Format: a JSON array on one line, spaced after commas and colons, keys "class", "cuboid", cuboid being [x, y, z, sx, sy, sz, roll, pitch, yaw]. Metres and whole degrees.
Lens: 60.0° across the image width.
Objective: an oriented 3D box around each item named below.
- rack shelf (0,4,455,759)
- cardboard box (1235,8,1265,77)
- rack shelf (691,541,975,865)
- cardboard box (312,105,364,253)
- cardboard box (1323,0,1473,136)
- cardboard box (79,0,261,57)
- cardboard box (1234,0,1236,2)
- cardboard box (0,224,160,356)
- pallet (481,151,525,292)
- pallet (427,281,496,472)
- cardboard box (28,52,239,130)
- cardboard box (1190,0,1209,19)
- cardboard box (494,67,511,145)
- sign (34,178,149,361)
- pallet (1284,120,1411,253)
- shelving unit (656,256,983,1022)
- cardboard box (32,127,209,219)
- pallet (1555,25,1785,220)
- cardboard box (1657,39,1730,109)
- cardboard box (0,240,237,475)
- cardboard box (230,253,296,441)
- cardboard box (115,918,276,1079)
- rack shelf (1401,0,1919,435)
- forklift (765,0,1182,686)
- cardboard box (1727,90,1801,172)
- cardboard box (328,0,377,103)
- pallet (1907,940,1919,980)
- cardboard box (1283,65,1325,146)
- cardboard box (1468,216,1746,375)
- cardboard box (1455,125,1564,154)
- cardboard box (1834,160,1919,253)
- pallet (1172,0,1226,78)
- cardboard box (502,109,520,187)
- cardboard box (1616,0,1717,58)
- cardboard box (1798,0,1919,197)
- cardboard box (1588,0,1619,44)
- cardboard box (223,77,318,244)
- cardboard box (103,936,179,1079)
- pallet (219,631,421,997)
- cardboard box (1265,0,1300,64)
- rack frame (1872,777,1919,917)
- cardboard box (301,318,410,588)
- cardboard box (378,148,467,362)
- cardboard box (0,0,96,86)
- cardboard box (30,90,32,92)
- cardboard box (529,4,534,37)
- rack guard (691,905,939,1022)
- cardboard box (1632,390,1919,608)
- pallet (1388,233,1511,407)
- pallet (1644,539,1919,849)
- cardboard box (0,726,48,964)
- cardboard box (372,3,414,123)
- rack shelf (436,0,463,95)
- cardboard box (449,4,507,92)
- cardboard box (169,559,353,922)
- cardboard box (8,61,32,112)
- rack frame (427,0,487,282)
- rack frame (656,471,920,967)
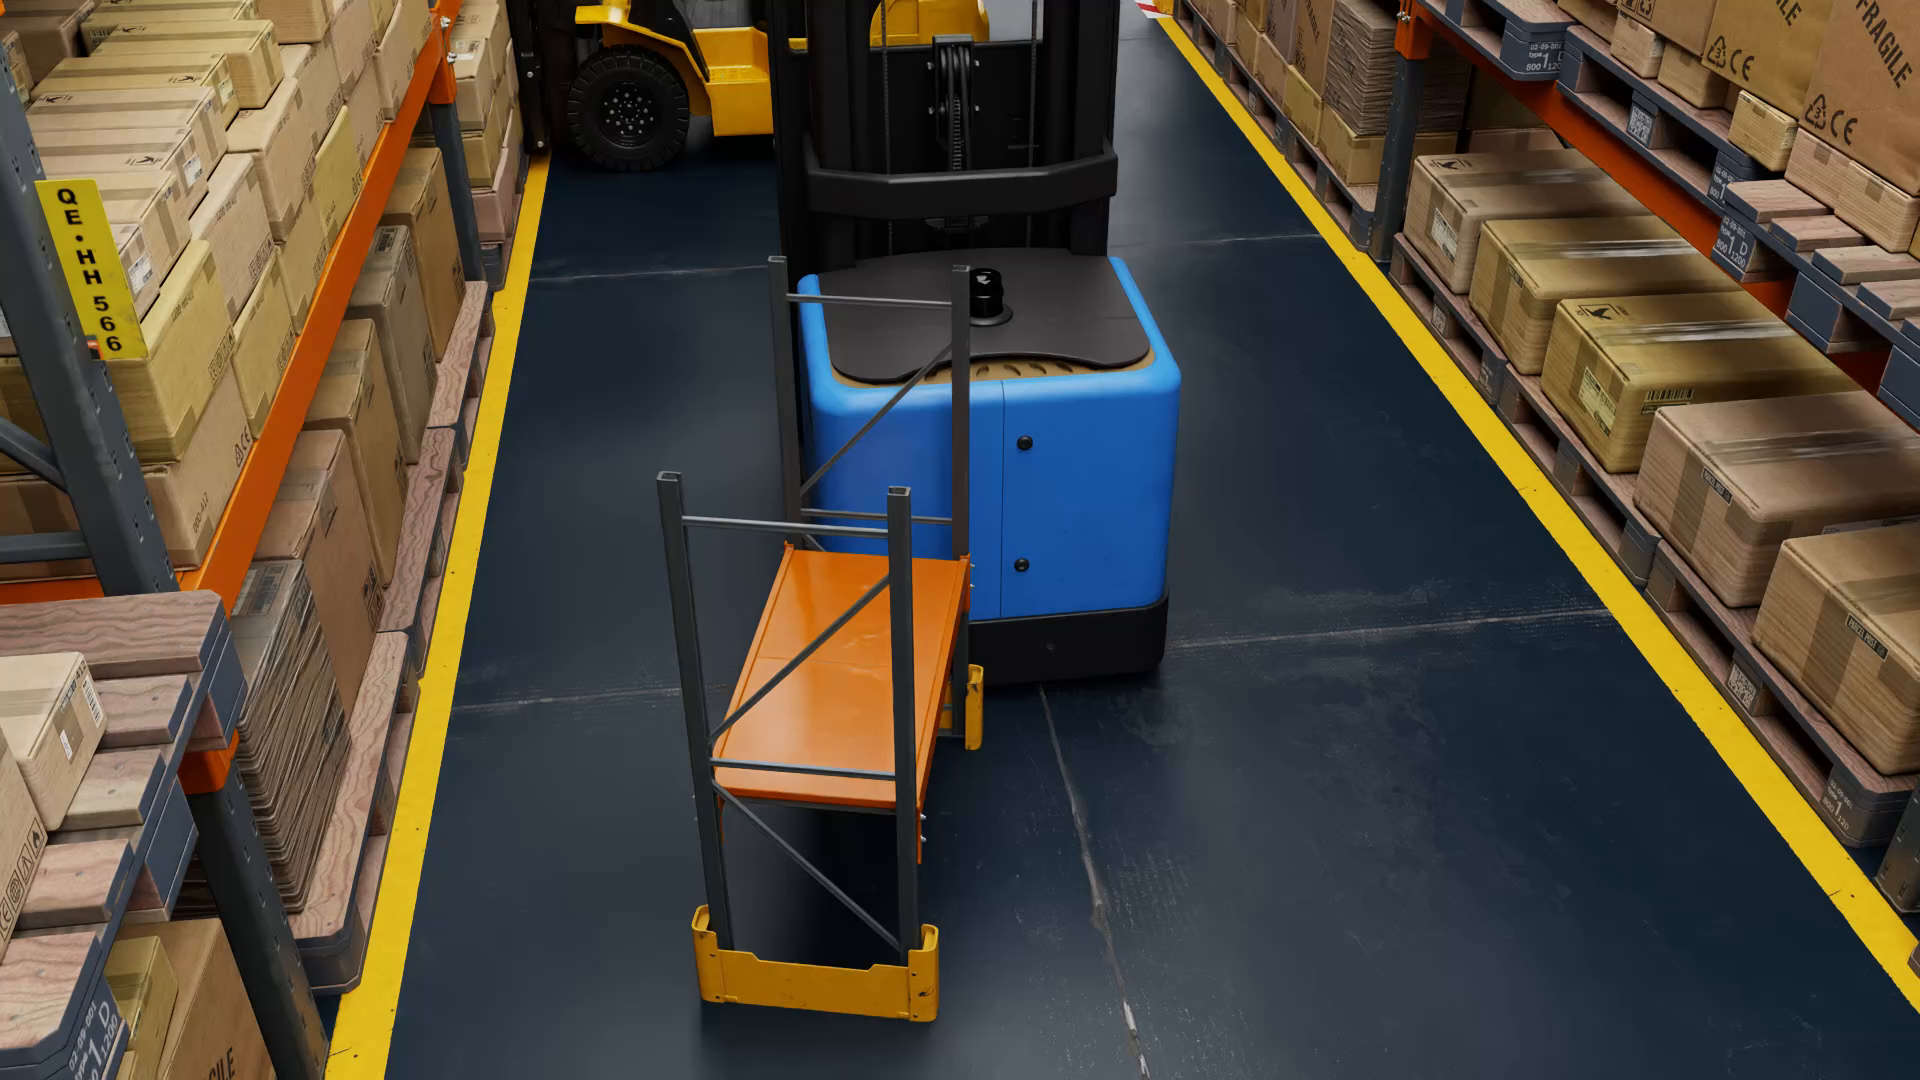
[{"class": "rack shelf", "cuboid": [-2.261, -0.775, 4.863, 1.077, 0.370, 4.000, -4, 35, -6]}, {"class": "cardboard box", "cuboid": [1.832, -2.776, 9.229, 0.500, 0.250, 0.500, -2, 34, -3]}, {"class": "rack shelf", "cuboid": [-0.285, 0.374, 4.189, 0.538, 0.185, 1.000, 4, 34, 6]}, {"class": "cardboard box", "cuboid": [-2.016, -1.018, 4.714, 0.500, 0.250, 0.500, -3, 34, -5]}, {"class": "cardboard box", "cuboid": [2.043, -2.224, 7.752, 0.500, 0.500, 0.500, -5, 35, -7]}, {"class": "cardboard box", "cuboid": [-2.058, -1.323, 4.364, 0.380, 0.149, 0.250, -4, 35, -6]}, {"class": "cardboard box", "cuboid": [1.763, -3.370, 9.435, 0.500, 0.500, 0.500, -6, 35, -8]}, {"class": "cardboard box", "cuboid": [-1.743, -0.466, 3.106, 0.380, 0.149, 0.250, -3, 34, -5]}, {"class": "pallet", "cuboid": [-2.595, -1.484, 7.739, 1.003, 0.211, 1.213, -4, 35, -6]}, {"class": "pallet", "cuboid": [-2.392, -0.628, 6.485, 1.003, 0.211, 1.213, -4, 35, -6]}, {"class": "cardboard box", "cuboid": [-1.951, -1.039, 3.947, 0.380, 0.149, 0.250, -4, 34, -6]}, {"class": "cardboard box", "cuboid": [1.685, -3.365, 10.093, 0.500, 0.250, 0.500, -5, 35, -7]}, {"class": "cardboard box", "cuboid": [-2.359, -2.007, 7.656, 0.500, 0.250, 0.500, -5, 35, -7]}, {"class": "sign", "cuboid": [-1.455, -0.449, 2.787, 0.100, 0.325, 0.005, -4, 35, -6]}, {"class": "pallet", "cuboid": [2.263, -1.787, 8.184, 1.003, 0.211, 1.213, -4, 35, -6]}, {"class": "shelving unit", "cuboid": [-0.286, 0.230, 4.081, 0.587, 1.500, 1.083, 4, 34, 6]}, {"class": "cardboard box", "cuboid": [-1.840, -0.757, 3.532, 0.380, 0.149, 0.250, -3, 34, -5]}, {"class": "pallet", "cuboid": [2.620, -1.357, 5.248, 1.003, 0.211, 1.213, -4, 35, -6]}, {"class": "cardboard box", "cuboid": [2.362, -1.428, 5.032, 0.380, 0.149, 0.250, -5, 35, -8]}, {"class": "cardboard box", "cuboid": [-1.785, -0.369, 3.318, 0.500, 0.250, 0.500, -4, 35, -6]}, {"class": "cardboard box", "cuboid": [-1.872, -0.442, 3.868, 0.500, 0.250, 0.500, -5, 35, -7]}, {"class": "cardboard box", "cuboid": [-1.722, 1.122, 3.286, 0.500, 0.500, 0.500, -3, 34, -5]}, {"class": "rack shelf", "cuboid": [2.657, -1.153, 5.418, 1.077, 0.370, 4.000, -4, 35, -6]}, {"class": "forklift", "cuboid": [-0.085, -1.563, 5.440, 1.130, 2.935, 3.031, -4, 35, -6]}, {"class": "cardboard box", "cuboid": [2.386, -1.144, 4.616, 0.380, 0.149, 0.250, -4, 34, -6]}, {"class": "cardboard box", "cuboid": [-2.071, -1.507, 4.986, 0.500, 0.250, 0.500, -4, 34, -5]}, {"class": "pallet", "cuboid": [2.958, 1.263, 3.709, 1.003, 0.211, 1.213, -4, 35, -6]}, {"class": "cardboard box", "cuboid": [1.961, -2.210, 8.398, 0.500, 0.250, 0.500, -5, 35, -8]}, {"class": "cardboard box", "cuboid": [2.561, -0.961, 6.457, 0.950, 0.372, 0.625, -2, 34, -3]}, {"class": "cardboard box", "cuboid": [2.577, -1.954, 8.022, 0.500, 0.250, 0.500, -6, 35, -9]}, {"class": "cardboard box", "cuboid": [2.463, -0.851, 4.185, 0.380, 0.149, 0.250, -5, 35, -7]}, {"class": "pallet", "cuboid": [1.935, -3.148, 10.182, 1.003, 0.211, 1.213, -4, 35, -6]}, {"class": "cardboard box", "cuboid": [-2.350, -1.803, 7.801, 0.500, 0.250, 0.500, -5, 35, -7]}, {"class": "cardboard box", "cuboid": [2.368, -1.779, 4.971, 0.500, 0.500, 0.500, -6, 35, -8]}, {"class": "cardboard box", "cuboid": [2.509, -1.193, 4.111, 0.500, 0.500, 0.500, -5, 35, -7]}, {"class": "cardboard box", "cuboid": [2.313, -1.727, 5.471, 0.380, 0.149, 0.250, -4, 34, -6]}, {"class": "cardboard box", "cuboid": [-1.928, -0.940, 4.155, 0.500, 0.250, 0.500, -5, 35, -8]}, {"class": "cardboard box", "cuboid": [-1.674, 0.891, 3.050, 0.380, 0.149, 0.250, -6, 35, -9]}, {"class": "pallet", "cuboid": [-2.064, 0.733, 4.487, 1.003, 0.211, 1.213, -4, 35, -6]}, {"class": "cardboard box", "cuboid": [1.903, -2.792, 8.586, 0.500, 0.500, 0.500, -3, 34, -4]}, {"class": "rack frame", "cuboid": [2.926, -0.335, 3.578, 1.000, 3.000, 0.127, -4, 35, -6]}, {"class": "cardboard box", "cuboid": [-2.249, -0.238, 5.171, 0.875, 0.625, 0.625, -6, 35, -8]}, {"class": "cardboard box", "cuboid": [-2.448, -1.091, 6.423, 0.875, 0.625, 0.625, -3, 34, -4]}, {"class": "cardboard box", "cuboid": [-2.462, -1.288, 4.311, 0.380, 0.149, 0.250, -3, 34, -5]}, {"class": "cardboard box", "cuboid": [-2.463, -0.896, 4.090, 0.500, 0.250, 0.500, -5, 35, -7]}, {"class": "cardboard box", "cuboid": [-2.545, -2.850, 8.893, 0.500, 0.250, 0.500, -5, 35, -7]}, {"class": "rack guard", "cuboid": [-0.346, 1.025, 4.024, 0.587, 0.250, 0.087, 4, 34, 6]}, {"class": "cardboard box", "cuboid": [2.753, -0.150, 5.266, 0.950, 0.372, 0.625, -5, 35, -7]}, {"class": "pallet", "cuboid": [2.495, -0.980, 7.001, 1.003, 0.211, 1.213, -4, 35, -6]}, {"class": "pallet", "cuboid": [2.823, 0.381, 5.003, 1.003, 0.211, 1.213, -4, 35, -6]}, {"class": "cardboard box", "cuboid": [-1.529, 0.496, 2.119, 0.500, 0.250, 0.500, -6, 35, -9]}, {"class": "cardboard box", "cuboid": [-2.130, -1.585, 5.546, 0.500, 0.250, 0.500, -5, 35, -7]}, {"class": "rack shelf", "cuboid": [-2.799, -3.008, 8.139, 1.077, 0.370, 4.000, -4, 35, -6]}, {"class": "cardboard box", "cuboid": [-2.343, -2.219, 7.524, 0.500, 0.250, 0.500, -4, 35, -6]}, {"class": "cardboard box", "cuboid": [-2.062, 0.502, 4.086, 0.875, 0.625, 0.625, -3, 34, -5]}, {"class": "cardboard box", "cuboid": [-2.417, -1.002, 3.892, 0.380, 0.149, 0.250, -5, 35, -7]}, {"class": "rack frame", "cuboid": [-2.530, -2.189, 6.298, 1.000, 3.000, 0.127, -4, 35, -6]}, {"class": "rack frame", "cuboid": [-0.346, 0.509, 3.671, 0.500, 1.500, 0.032, 4, 34, 6]}]
